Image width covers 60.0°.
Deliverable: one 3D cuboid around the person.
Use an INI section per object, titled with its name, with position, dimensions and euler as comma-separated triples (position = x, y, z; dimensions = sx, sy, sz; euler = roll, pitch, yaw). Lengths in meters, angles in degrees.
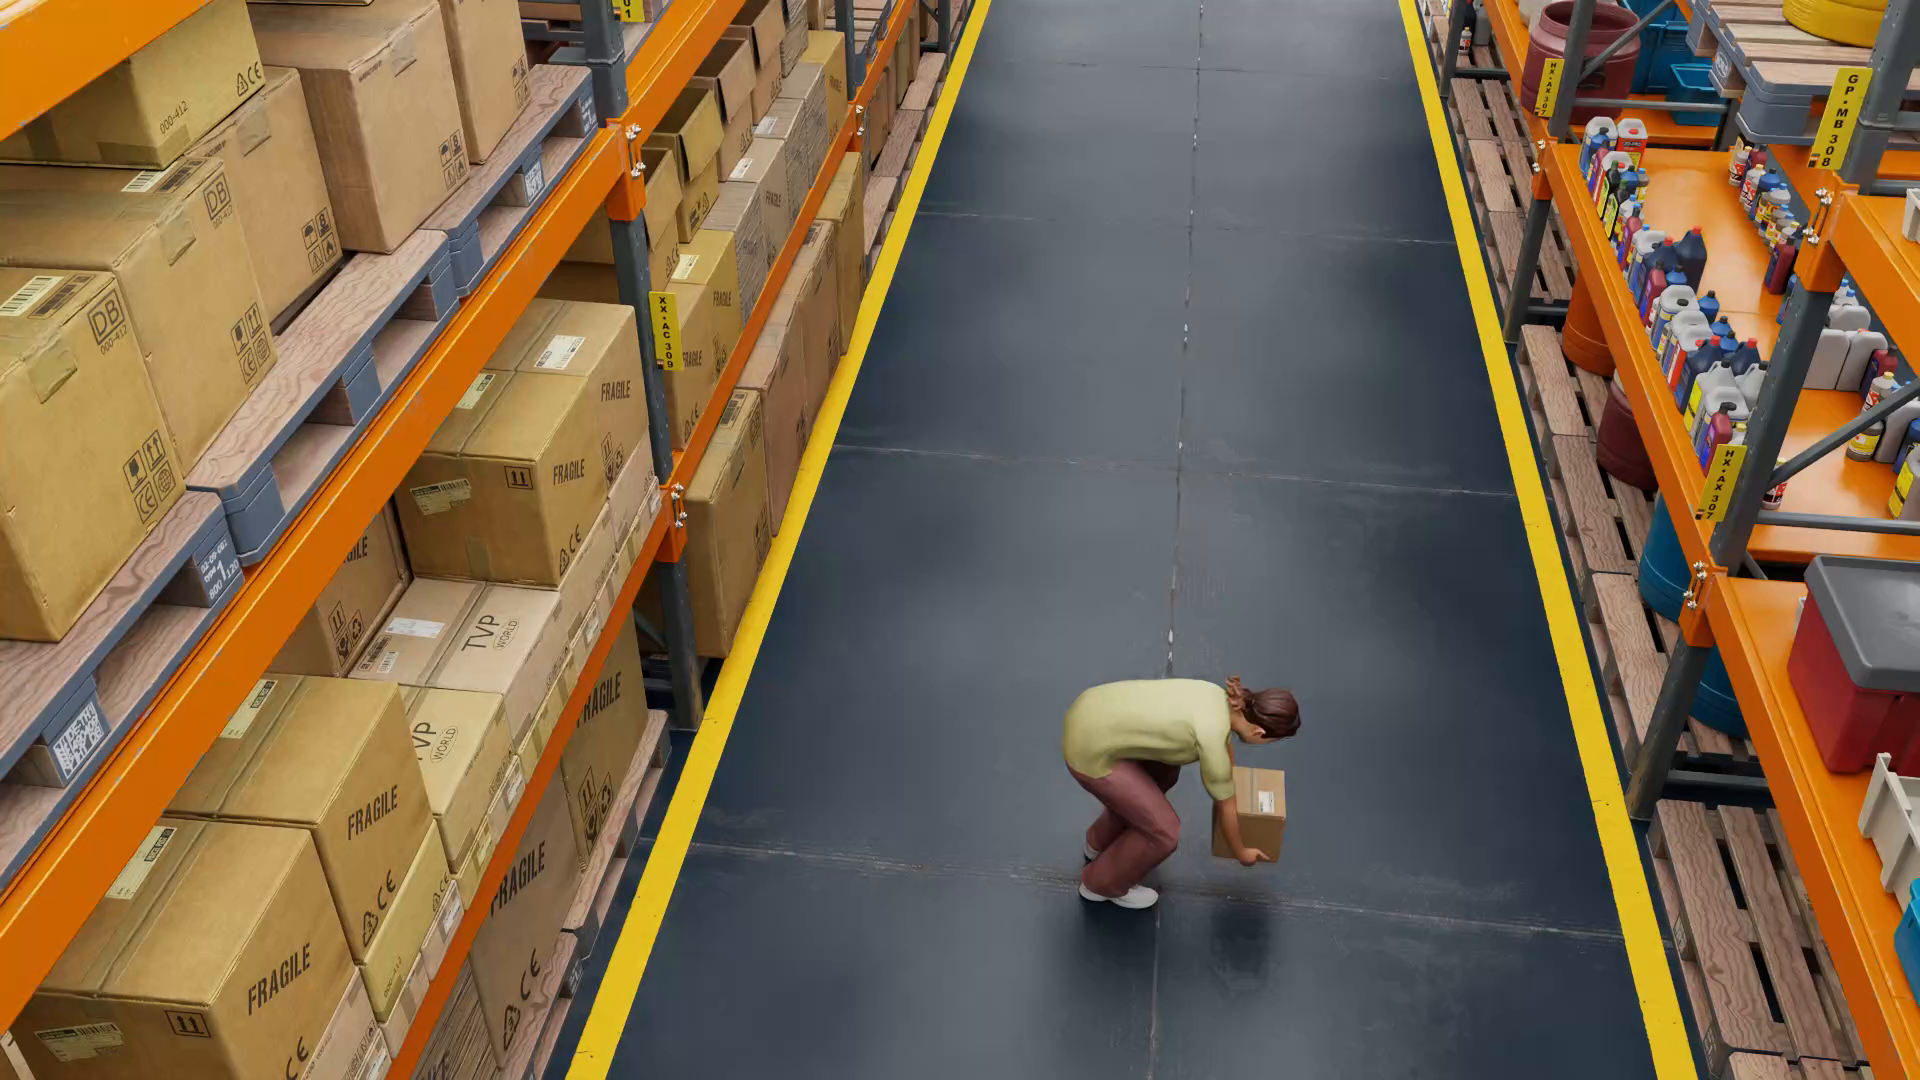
[person]
position = 0.811, 0.934, 6.312
dimensions = 0.868, 1.031, 0.467
euler = 3, 36, 4
